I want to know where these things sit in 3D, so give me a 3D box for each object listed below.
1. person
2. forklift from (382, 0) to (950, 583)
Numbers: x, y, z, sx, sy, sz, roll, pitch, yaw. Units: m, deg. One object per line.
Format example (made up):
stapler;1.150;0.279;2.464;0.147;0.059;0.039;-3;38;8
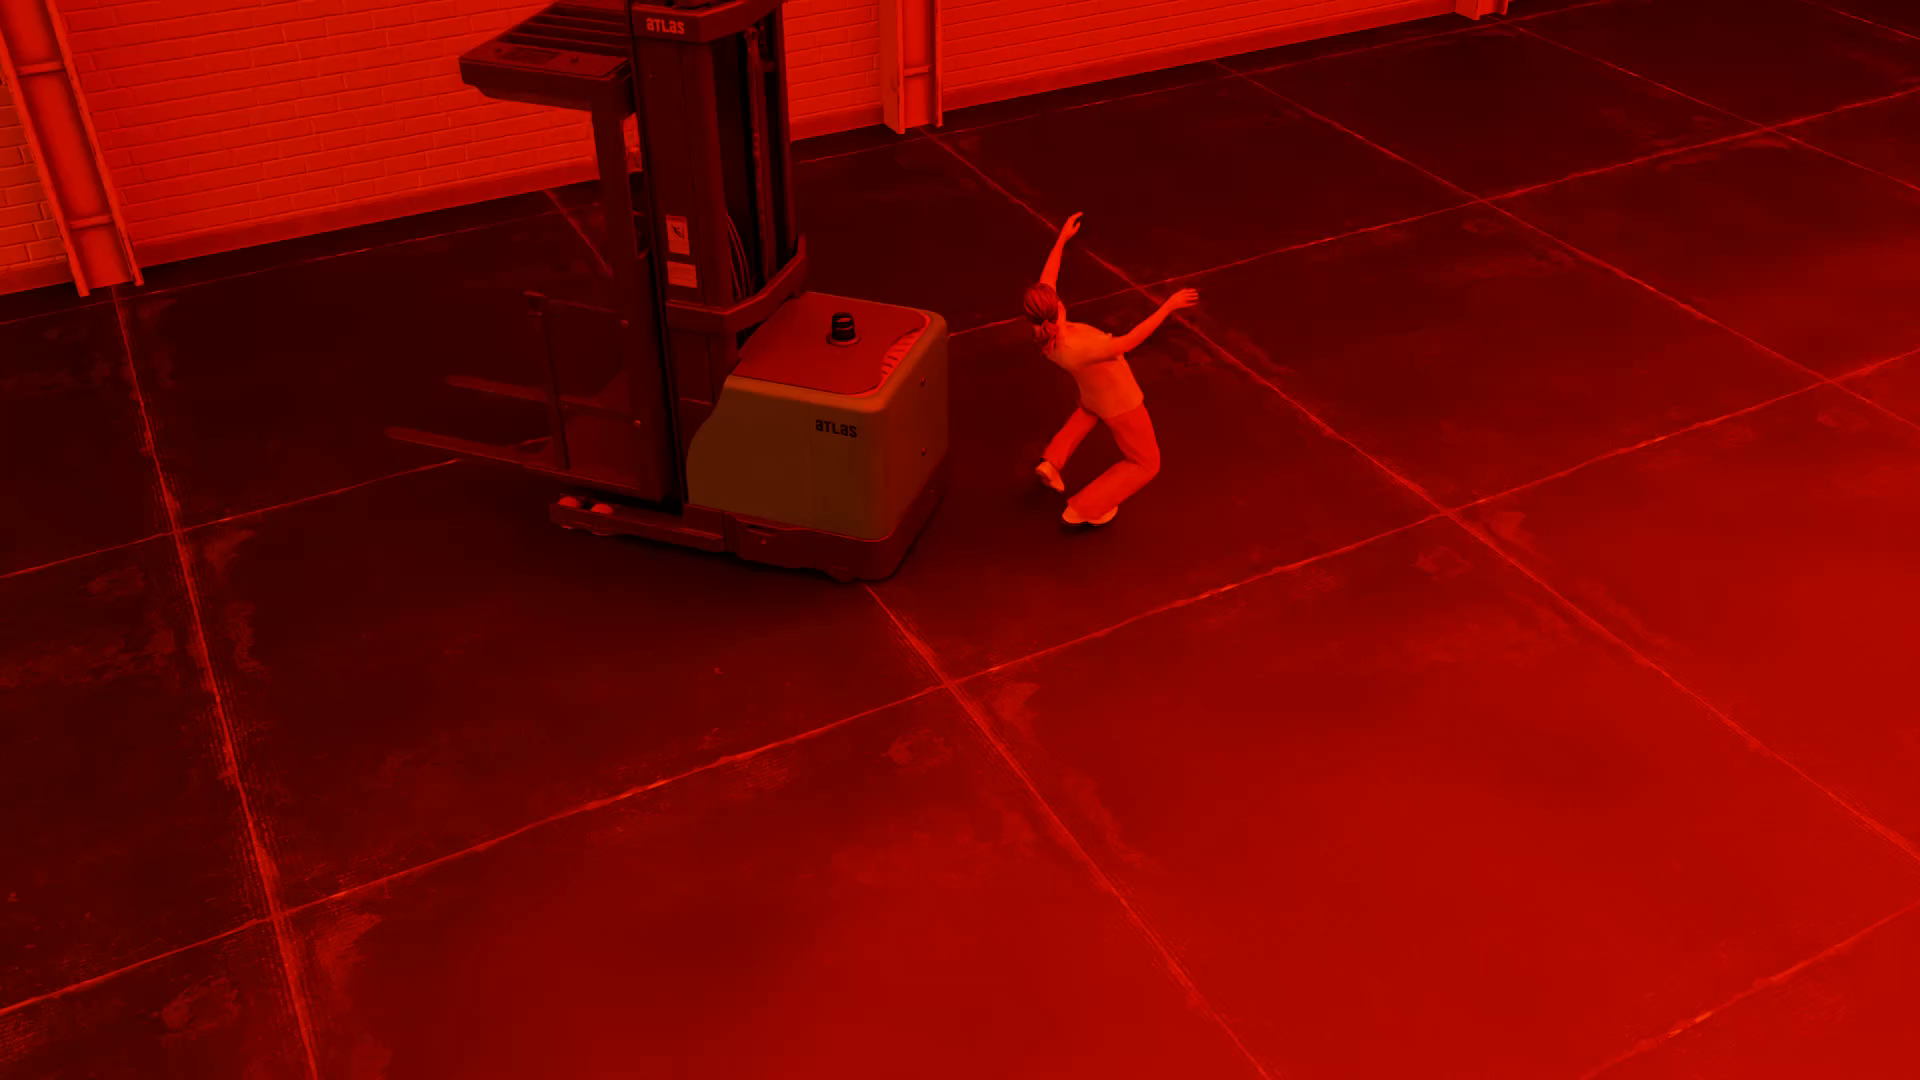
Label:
person;0.669;-0.756;8.366;0.691;1.548;0.876;-20;40;-26
forklift;-1.625;-1.493;8.235;3.031;2.935;1.130;11;37;16
